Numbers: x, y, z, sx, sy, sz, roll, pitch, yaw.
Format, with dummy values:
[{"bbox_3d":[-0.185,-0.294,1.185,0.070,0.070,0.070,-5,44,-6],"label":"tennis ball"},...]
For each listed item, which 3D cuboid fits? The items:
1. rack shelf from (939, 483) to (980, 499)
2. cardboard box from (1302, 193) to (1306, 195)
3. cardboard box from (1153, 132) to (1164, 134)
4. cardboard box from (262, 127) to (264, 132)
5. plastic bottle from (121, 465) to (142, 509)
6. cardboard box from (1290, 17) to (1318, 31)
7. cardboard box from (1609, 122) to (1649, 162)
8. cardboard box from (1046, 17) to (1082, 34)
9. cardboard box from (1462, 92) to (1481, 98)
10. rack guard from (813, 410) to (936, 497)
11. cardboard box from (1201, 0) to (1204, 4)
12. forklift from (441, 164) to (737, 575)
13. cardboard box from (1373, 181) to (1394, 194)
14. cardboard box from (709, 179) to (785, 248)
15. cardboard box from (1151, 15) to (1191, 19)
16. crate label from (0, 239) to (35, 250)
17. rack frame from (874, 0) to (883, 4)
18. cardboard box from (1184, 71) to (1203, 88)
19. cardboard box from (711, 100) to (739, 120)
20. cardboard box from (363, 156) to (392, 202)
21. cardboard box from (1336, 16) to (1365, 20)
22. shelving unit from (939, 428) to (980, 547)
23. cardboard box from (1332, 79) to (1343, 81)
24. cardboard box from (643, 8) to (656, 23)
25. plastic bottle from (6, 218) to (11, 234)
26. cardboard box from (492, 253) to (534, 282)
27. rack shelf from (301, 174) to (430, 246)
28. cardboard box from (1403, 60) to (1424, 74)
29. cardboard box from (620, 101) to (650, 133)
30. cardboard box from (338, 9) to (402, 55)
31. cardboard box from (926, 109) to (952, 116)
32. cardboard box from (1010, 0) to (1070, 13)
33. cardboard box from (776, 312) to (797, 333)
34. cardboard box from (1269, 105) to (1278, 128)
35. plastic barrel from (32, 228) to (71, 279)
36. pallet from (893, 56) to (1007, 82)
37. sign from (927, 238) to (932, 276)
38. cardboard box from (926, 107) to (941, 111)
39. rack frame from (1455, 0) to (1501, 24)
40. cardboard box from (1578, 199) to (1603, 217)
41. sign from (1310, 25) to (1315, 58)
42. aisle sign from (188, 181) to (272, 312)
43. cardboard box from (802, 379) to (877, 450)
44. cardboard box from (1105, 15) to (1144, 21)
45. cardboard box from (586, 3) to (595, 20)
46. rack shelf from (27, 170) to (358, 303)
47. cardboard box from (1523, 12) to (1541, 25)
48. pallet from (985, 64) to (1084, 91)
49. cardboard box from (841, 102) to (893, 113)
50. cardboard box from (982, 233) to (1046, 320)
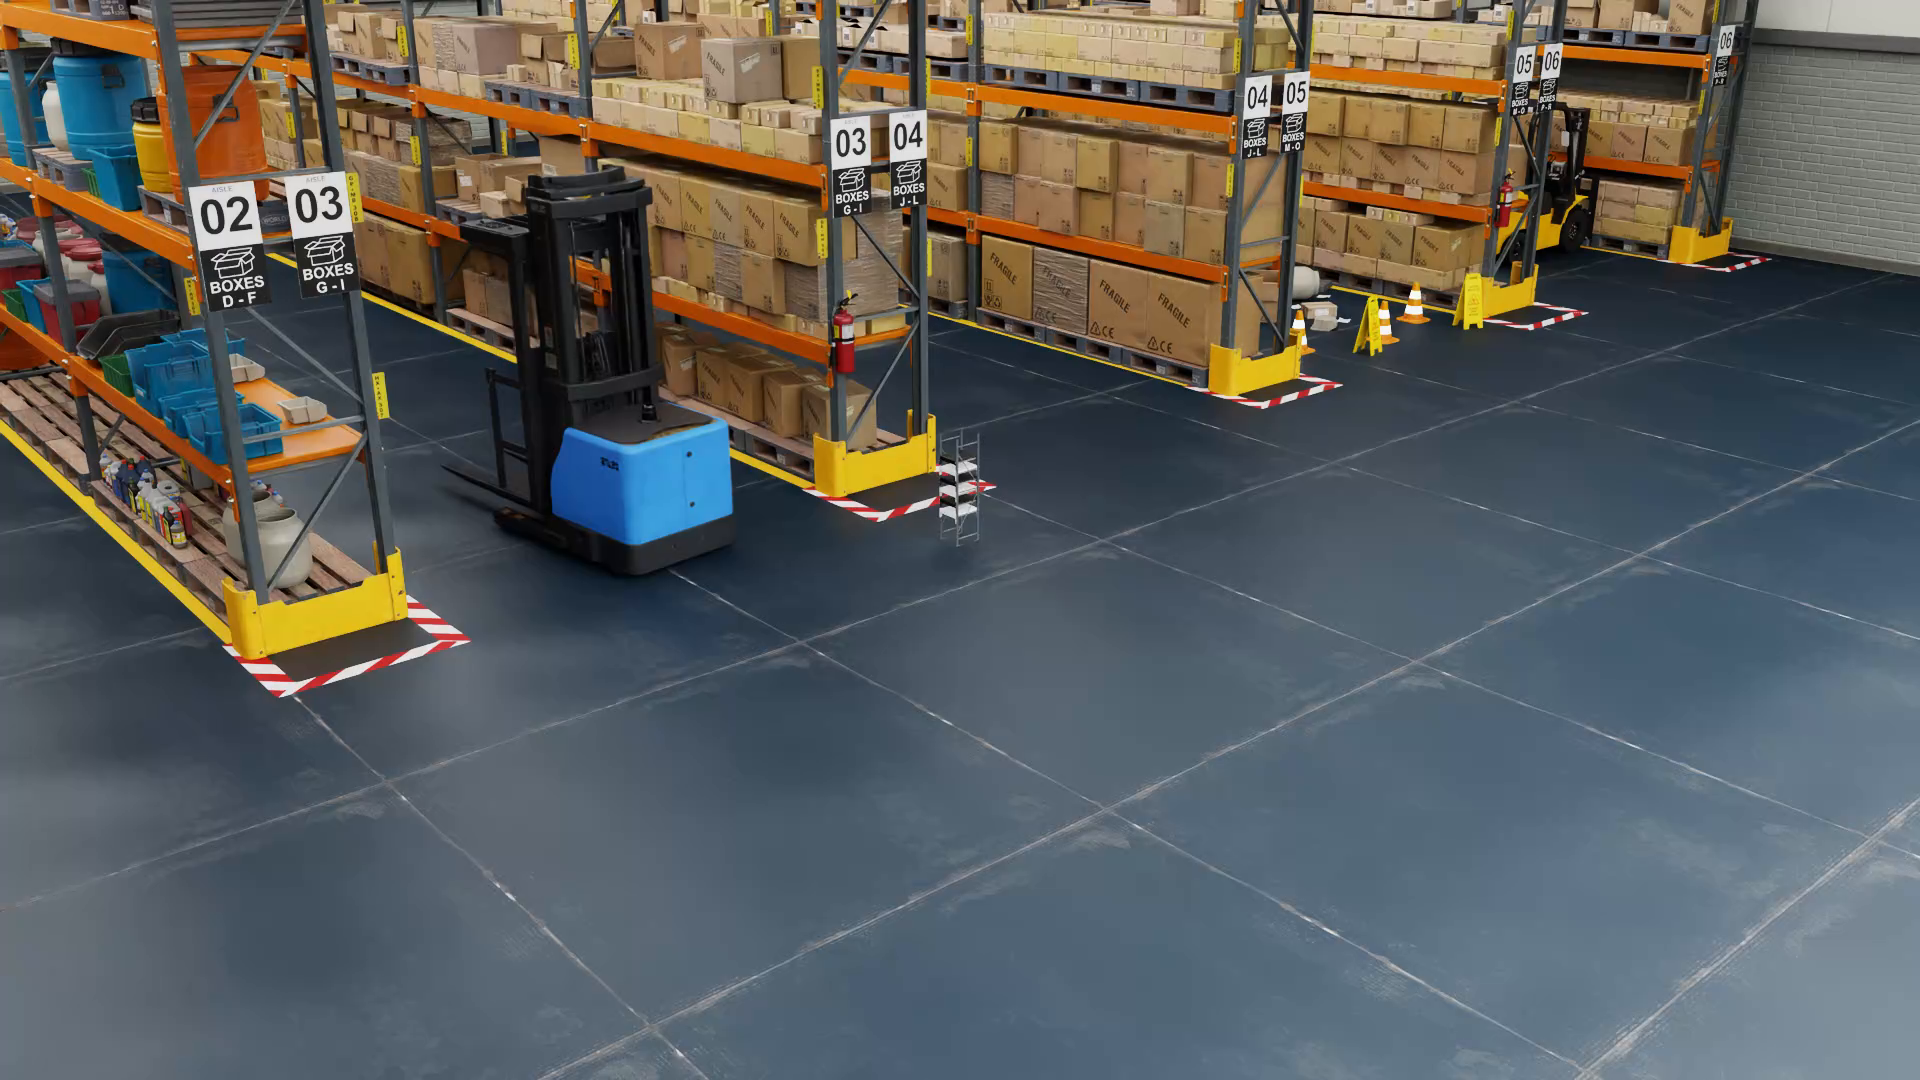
[{"bbox_3d":[-0.005,-0.390,13.338,0.258,0.077,0.200,-17,27,-37],"label":"rack shelf"},{"bbox_3d":[4.787,-4.550,23.155,0.500,0.500,0.500,-18,28,-38],"label":"cardboard box"},{"bbox_3d":[2.998,-5.826,24.014,0.380,0.149,0.250,-17,27,-37],"label":"cardboard box"},{"bbox_3d":[-10.020,-5.789,23.949,0.500,0.250,0.500,-18,28,-38],"label":"cardboard box"},{"bbox_3d":[-6.726,-0.445,13.535,0.144,0.351,0.185,-19,28,-40],"label":"plastic bottle"},{"bbox_3d":[4.514,-6.732,21.696,0.380,0.149,0.250,-19,28,-39],"label":"cardboard box"},{"bbox_3d":[9.715,-5.728,23.860,0.500,0.500,0.500,-16,27,-36],"label":"cardboard box"},{"bbox_3d":[1.161,-5.609,18.118,0.380,0.149,0.250,-17,27,-37],"label":"cardboard box"},{"bbox_3d":[7.939,-6.896,25.544,0.380,0.149,0.250,-17,27,-36],"label":"cardboard box"},{"bbox_3d":[-0.748,-0.778,14.785,1.175,0.500,0.348,-17,27,-37],"label":"rack guard"},{"bbox_3d":[4.429,-9.440,29.018,0.380,0.149,0.250,-17,27,-37],"label":"cardboard box"},{"bbox_3d":[-3.209,-1.531,13.375,3.031,2.935,1.130,19,28,39],"label":"forklift"},{"bbox_3d":[5.515,-4.552,21.338,0.380,0.149,0.250,-18,28,-38],"label":"cardboard box"},{"bbox_3d":[-1.900,-2.940,14.962,0.500,0.500,0.500,-17,27,-37],"label":"cardboard box"},{"bbox_3d":[3.048,-7.317,23.569,0.500,0.250,0.500,-17,27,-37],"label":"cardboard box"},{"bbox_3d":[-9.229,-2.630,16.037,0.502,0.435,0.616,-17,27,-37],"label":"crate label"},{"bbox_3d":[-1.024,-10.389,27.670,1.000,3.000,0.127,-17,27,-37],"label":"rack frame"},{"bbox_3d":[2.487,-4.677,16.830,0.380,0.149,0.250,-17,27,-37],"label":"cardboard box"},{"bbox_3d":[-1.960,-3.797,14.612,0.380,0.149,0.250,-19,28,-40],"label":"cardboard box"},{"bbox_3d":[-7.093,-4.537,20.818,0.500,0.500,0.500,-19,28,-39],"label":"cardboard box"},{"bbox_3d":[5.169,-6.814,21.905,0.380,0.149,0.250,-16,27,-36],"label":"cardboard box"},{"bbox_3d":[-0.005,-0.421,13.326,0.258,0.900,0.210,-17,27,-37],"label":"shelving unit"},{"bbox_3d":[6.414,-7.706,28.020,0.380,0.149,0.250,-18,27,-38],"label":"cardboard box"},{"bbox_3d":[-4.293,-7.647,24.328,0.500,0.311,0.500,-18,28,-38],"label":"cardboard box"},{"bbox_3d":[-10.369,-3.383,18.184,0.097,0.271,0.097,0,21,0],"label":"plastic bottle"},{"bbox_3d":[-5.107,-3.199,19.336,0.500,0.250,0.500,-14,25,-32],"label":"cardboard box"},{"bbox_3d":[-7.226,-4.349,21.461,1.077,0.370,4.000,-17,27,-37],"label":"rack shelf"},{"bbox_3d":[5.716,-5.878,20.609,0.380,0.149,0.250,-18,28,-38],"label":"cardboard box"},{"bbox_3d":[-2.861,-4.023,15.735,0.500,0.250,0.500,-18,28,-38],"label":"cardboard box"},{"bbox_3d":[-7.270,-6.331,20.705,0.797,0.503,0.637,-18,28,-38],"label":"cardboard box"},{"bbox_3d":[-0.482,-5.108,20.905,0.700,0.500,0.500,-17,27,-37],"label":"cardboard box"},{"bbox_3d":[1.227,-8.199,25.474,0.797,0.503,0.637,-20,29,-41],"label":"cardboard box"},{"bbox_3d":[-1.406,-1.960,14.719,0.380,0.149,0.250,-17,27,-37],"label":"cardboard box"},{"bbox_3d":[4.321,-5.863,22.424,0.700,0.500,0.500,-18,28,-38],"label":"cardboard box"},{"bbox_3d":[-8.840,-2.771,16.292,0.421,0.512,0.421,0,21,0],"label":"plastic barrel"},{"bbox_3d":[-0.122,-5.728,20.145,0.805,0.209,1.217,-19,28,-39],"label":"pallet"},{"bbox_3d":[-0.288,-2.453,14.448,0.100,0.325,0.005,-17,27,-37],"label":"sign"},{"bbox_3d":[-0.275,-7.053,27.585,0.500,0.250,0.500,-18,28,-38],"label":"cardboard box"},{"bbox_3d":[7.956,-9.361,25.046,1.000,3.000,0.127,-17,27,-37],"label":"rack frame"},{"bbox_3d":[9.340,-4.950,24.517,0.500,0.250,0.500,-18,28,-39],"label":"cardboard box"},{"bbox_3d":[3.549,-5.045,16.831,0.100,0.325,0.005,-17,27,-37],"label":"sign"},{"bbox_3d":[-4.629,-1.862,10.560,0.394,0.787,0.004,-17,27,-37],"label":"aisle sign"},{"bbox_3d":[-1.094,-1.129,15.106,0.500,0.500,0.500,-12,24,-28],"label":"cardboard box"},{"bbox_3d":[1.817,-5.698,18.344,0.380,0.149,0.250,-18,28,-38],"label":"cardboard box"},{"bbox_3d":[-5.533,-8.163,25.618,0.500,0.250,0.500,-19,28,-40],"label":"cardboard box"},{"bbox_3d":[-5.756,-2.356,12.260,1.077,0.370,4.000,-17,27,-37],"label":"rack shelf"},{"bbox_3d":[8.520,-7.681,24.501,0.380,0.149,0.250,-16,27,-36],"label":"cardboard box"},{"bbox_3d":[1.040,-5.306,18.927,1.003,0.211,1.213,-17,27,-37],"label":"pallet"},{"bbox_3d":[-0.799,-3.659,14.260,0.380,0.149,0.250,-17,27,-36],"label":"cardboard box"},{"bbox_3d":[0.871,-3.195,19.866,0.875,0.875,0.875,-17,27,-37],"label":"cardboard box"}]
